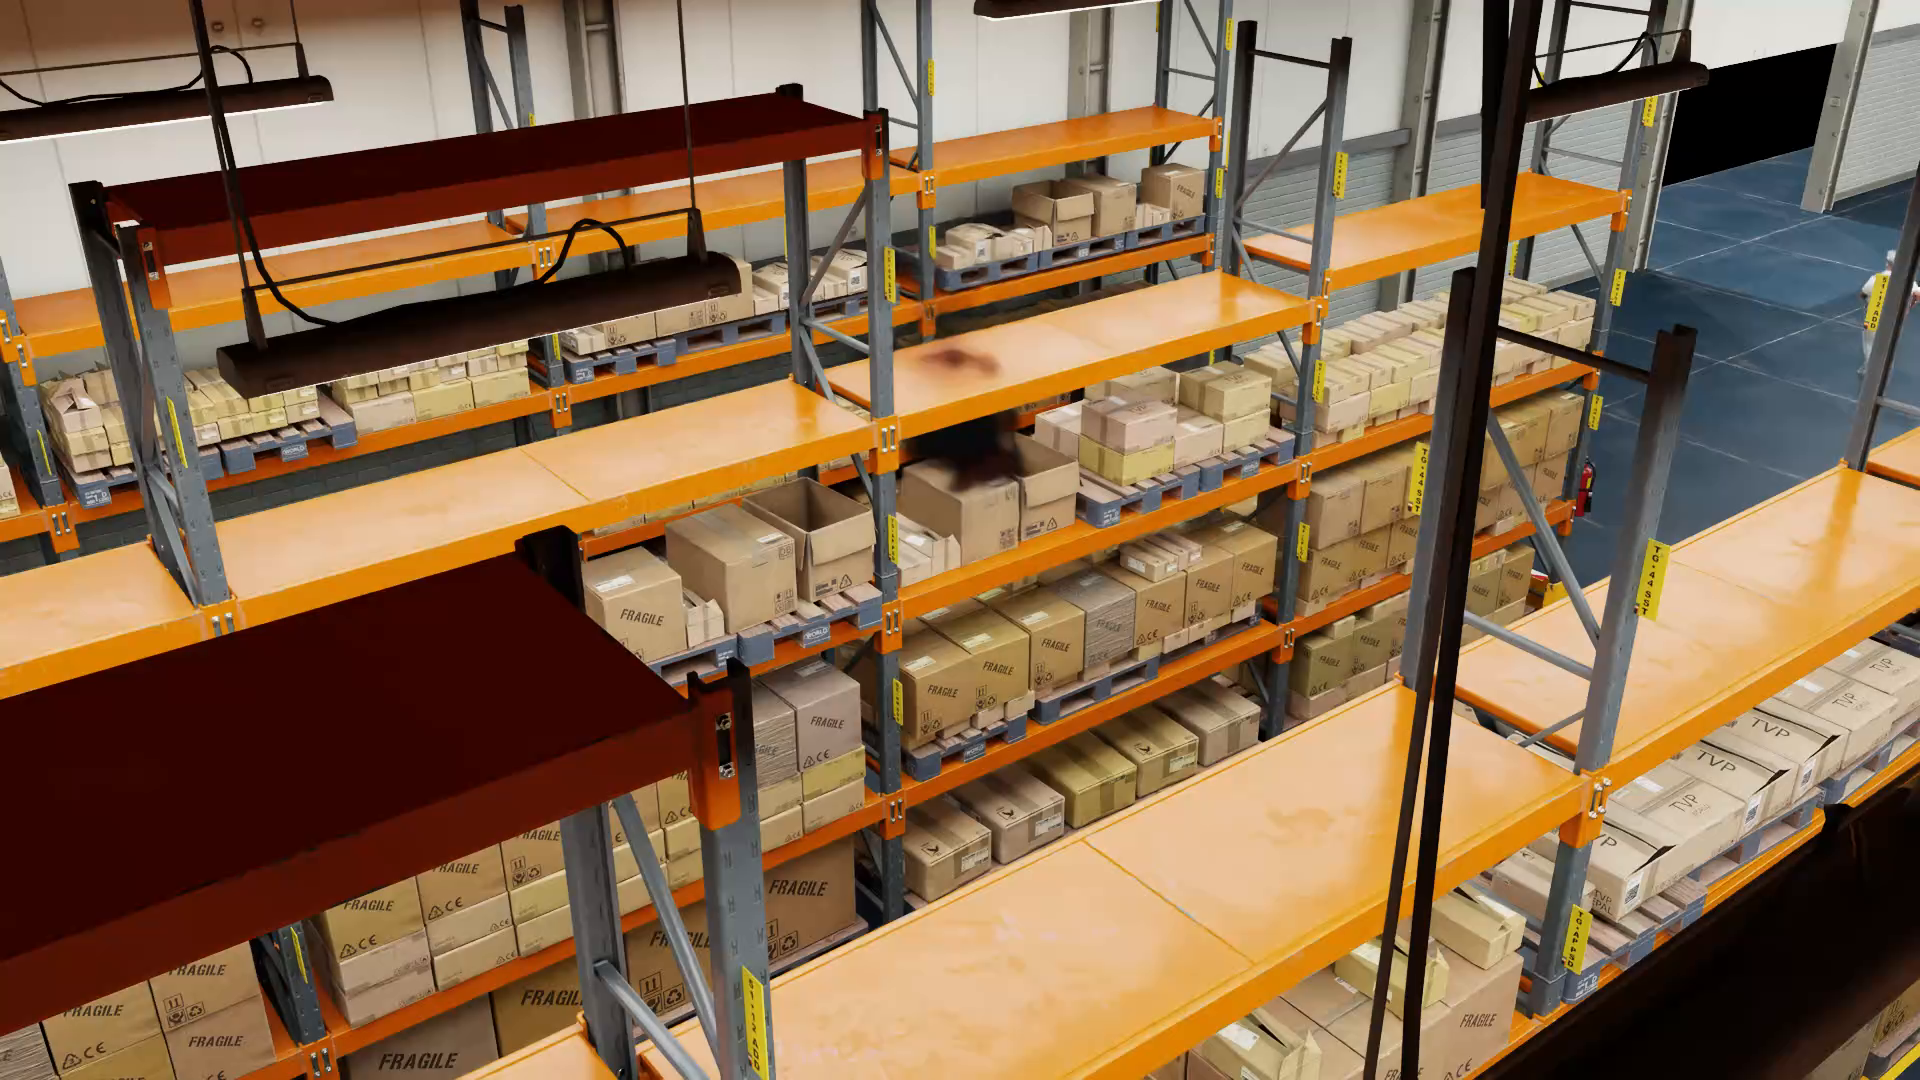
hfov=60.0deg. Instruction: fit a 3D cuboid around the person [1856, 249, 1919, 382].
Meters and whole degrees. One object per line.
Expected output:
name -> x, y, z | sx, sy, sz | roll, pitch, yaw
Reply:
person -> 12.251, -2.947, 22.113 | 0.640, 1.834, 0.837 | 0, 26, 1
